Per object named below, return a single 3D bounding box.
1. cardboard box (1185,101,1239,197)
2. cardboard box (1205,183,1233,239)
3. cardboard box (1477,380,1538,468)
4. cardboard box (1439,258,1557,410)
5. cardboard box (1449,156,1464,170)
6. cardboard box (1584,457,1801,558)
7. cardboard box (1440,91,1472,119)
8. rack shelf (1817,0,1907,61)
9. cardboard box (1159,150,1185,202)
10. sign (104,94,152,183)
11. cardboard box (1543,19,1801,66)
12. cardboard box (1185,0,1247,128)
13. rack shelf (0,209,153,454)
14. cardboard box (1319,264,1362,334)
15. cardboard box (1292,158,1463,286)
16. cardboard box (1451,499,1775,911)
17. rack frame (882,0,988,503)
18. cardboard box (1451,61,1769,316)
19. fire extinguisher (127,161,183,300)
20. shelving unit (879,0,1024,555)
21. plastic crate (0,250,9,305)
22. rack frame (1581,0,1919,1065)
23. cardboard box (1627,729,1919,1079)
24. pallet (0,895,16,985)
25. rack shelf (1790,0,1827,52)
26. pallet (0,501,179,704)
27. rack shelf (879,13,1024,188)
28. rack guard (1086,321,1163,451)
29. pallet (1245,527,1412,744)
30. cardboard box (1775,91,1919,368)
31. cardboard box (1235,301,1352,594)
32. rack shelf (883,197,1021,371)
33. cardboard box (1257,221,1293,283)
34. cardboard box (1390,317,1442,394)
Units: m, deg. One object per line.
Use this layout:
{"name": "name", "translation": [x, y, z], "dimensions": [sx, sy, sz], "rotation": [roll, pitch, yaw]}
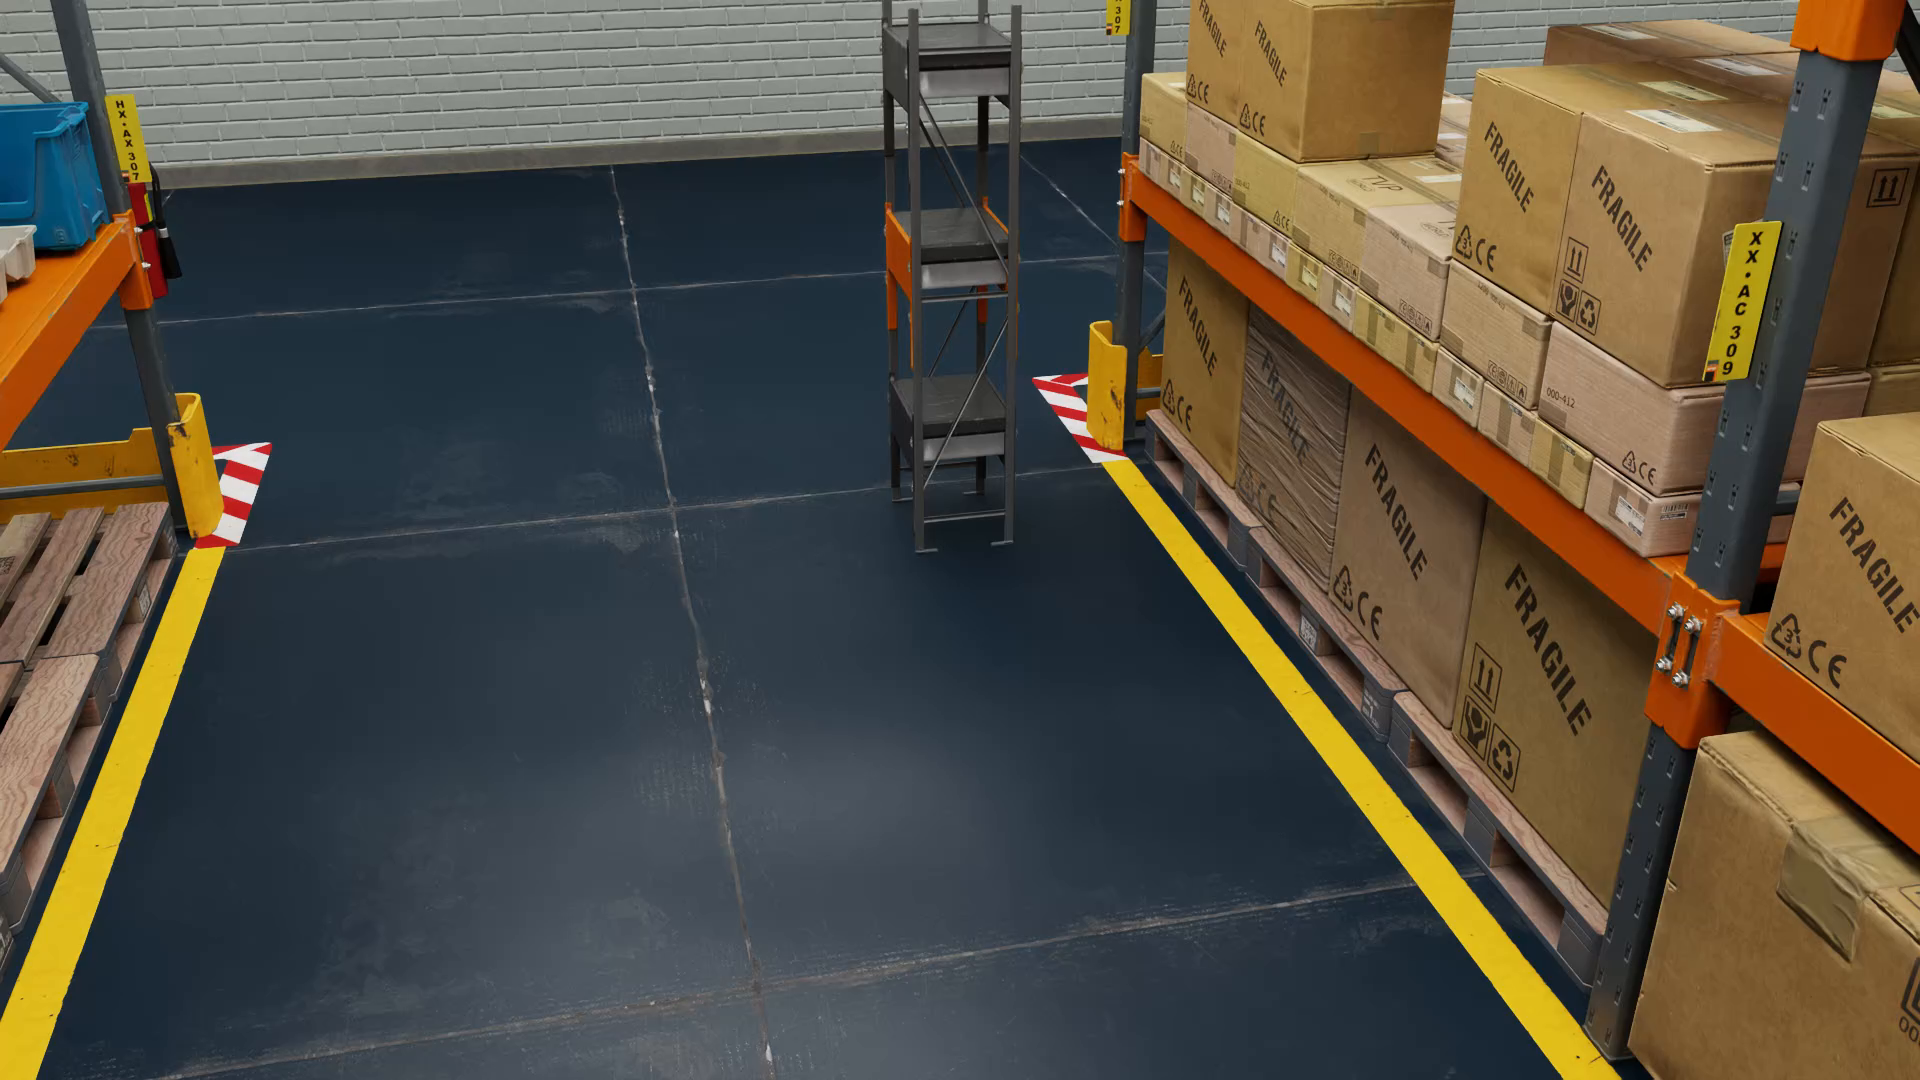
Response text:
{"name": "cardboard box", "translation": [1.161, -1.462, 6.155], "dimensions": [0.500, 0.250, 0.500], "rotation": [-6, 27, -12]}
{"name": "cardboard box", "translation": [1.128, -1.222, 6.120], "dimensions": [0.380, 0.149, 0.250], "rotation": [-6, 27, -12]}
{"name": "cardboard box", "translation": [1.590, -0.320, 4.335], "dimensions": [0.380, 0.149, 0.250], "rotation": [-6, 27, -12]}
{"name": "cardboard box", "translation": [1.619, -0.566, 4.379], "dimensions": [0.500, 0.250, 0.500], "rotation": [-5, 27, -10]}
{"name": "cardboard box", "translation": [1.910, -1.068, 5.373], "dimensions": [0.500, 0.250, 0.500], "rotation": [-6, 27, -12]}
{"name": "cardboard box", "translation": [1.706, -0.095, 3.887], "dimensions": [0.380, 0.149, 0.250], "rotation": [-6, 27, -11]}
{"name": "cardboard box", "translation": [1.674, -1.520, 6.268], "dimensions": [0.500, 0.250, 0.500], "rotation": [-6, 27, -12]}
{"name": "rack shelf", "translation": [2.544, -0.246, 1.378], "dimensions": [1.077, 0.370, 4.000], "rotation": [-6, 27, -12]}
{"name": "cardboard box", "translation": [1.010, -1.448, 6.569], "dimensions": [0.380, 0.149, 0.250], "rotation": [-6, 27, -12]}
{"name": "sign", "translation": [-3.101, -1.495, 6.202], "dimensions": [0.100, 0.325, 0.005], "rotation": [-6, 27, -12]}
{"name": "cardboard box", "translation": [2.010, -1.188, 4.779], "dimensions": [0.500, 0.500, 0.500], "rotation": [-7, 28, -13]}
{"name": "cardboard box", "translation": [1.150, -1.805, 6.002], "dimensions": [0.500, 0.500, 0.500], "rotation": [-7, 28, -13]}
{"name": "rack shelf", "translation": [-3.183, -0.160, 4.537], "dimensions": [1.077, 0.370, 4.000], "rotation": [-6, 27, -12]}
{"name": "cardboard box", "translation": [1.359, -0.771, 5.227], "dimensions": [0.380, 0.149, 0.250], "rotation": [-6, 27, -11]}
{"name": "cardboard box", "translation": [1.393, -1.013, 5.264], "dimensions": [0.500, 0.250, 0.500], "rotation": [-6, 27, -13]}
{"name": "cardboard box", "translation": [2.023, 0.357, 4.606], "dimensions": [0.875, 0.875, 0.875], "rotation": [-6, 27, -12]}
{"name": "rack frame", "translation": [-0.092, -1.117, 6.633], "dimensions": [0.400, 2.100, 0.015], "rotation": [-6, 27, -12]}
{"name": "cardboard box", "translation": [1.621, -0.902, 4.212], "dimensions": [0.500, 0.500, 0.500], "rotation": [-6, 27, -11]}
{"name": "fire extinguisher", "translation": [-3.225, -1.271, 6.438], "dimensions": [0.296, 0.674, 0.183], "rotation": [-6, 27, -12]}
{"name": "shelving unit", "translation": [-0.037, -1.010, 6.421], "dimensions": [0.431, 2.100, 0.503], "rotation": [-6, 27, -12]}
{"name": "plastic crate", "translation": [-3.222, -0.800, 5.232], "dimensions": [0.396, 0.136, 0.243], "rotation": [-6, 27, -12]}
{"name": "rack frame", "translation": [2.094, -0.106, 3.632], "dimensions": [1.000, 3.000, 0.127], "rotation": [-6, 27, -12]}
{"name": "cardboard box", "translation": [2.257, 0.934, 3.463], "dimensions": [1.225, 0.875, 0.875], "rotation": [-6, 27, -11]}
{"name": "pallet", "translation": [-2.935, 1.323, 3.895], "dimensions": [1.003, 0.211, 1.213], "rotation": [-6, 27, -12]}
{"name": "rack shelf", "translation": [1.643, -2.002, 4.857], "dimensions": [1.077, 0.370, 4.000], "rotation": [-6, 27, -12]}
{"name": "pallet", "translation": [-3.485, 0.252, 6.017], "dimensions": [1.003, 0.211, 1.213], "rotation": [-6, 27, -12]}
{"name": "rack shelf", "translation": [-0.037, -1.623, 6.112], "dimensions": [0.431, 0.518, 0.480], "rotation": [-6, 27, -12]}
{"name": "rack guard", "translation": [1.187, -0.757, 7.695], "dimensions": [1.175, 0.500, 0.348], "rotation": [-6, 27, -12]}
{"name": "pallet", "translation": [1.720, 0.260, 6.000], "dimensions": [1.003, 0.211, 1.213], "rotation": [-6, 27, -12]}
{"name": "cardboard box", "translation": [2.235, -0.743, 3.897], "dimensions": [0.500, 0.500, 0.500], "rotation": [-6, 27, -12]}
{"name": "cardboard box", "translation": [1.619, -0.429, 6.163], "dimensions": [0.875, 0.875, 0.875], "rotation": [-6, 27, -12]}
{"name": "rack shelf", "translation": [-0.037, -0.998, 6.427], "dimensions": [0.431, 0.518, 0.480], "rotation": [-6, 27, -12]}
{"name": "cardboard box", "translation": [1.243, -0.997, 5.674], "dimensions": [0.380, 0.149, 0.250], "rotation": [-6, 27, -12]}
{"name": "cardboard box", "translation": [1.473, -0.546, 4.783], "dimensions": [0.380, 0.149, 0.250], "rotation": [-5, 27, -11]}
